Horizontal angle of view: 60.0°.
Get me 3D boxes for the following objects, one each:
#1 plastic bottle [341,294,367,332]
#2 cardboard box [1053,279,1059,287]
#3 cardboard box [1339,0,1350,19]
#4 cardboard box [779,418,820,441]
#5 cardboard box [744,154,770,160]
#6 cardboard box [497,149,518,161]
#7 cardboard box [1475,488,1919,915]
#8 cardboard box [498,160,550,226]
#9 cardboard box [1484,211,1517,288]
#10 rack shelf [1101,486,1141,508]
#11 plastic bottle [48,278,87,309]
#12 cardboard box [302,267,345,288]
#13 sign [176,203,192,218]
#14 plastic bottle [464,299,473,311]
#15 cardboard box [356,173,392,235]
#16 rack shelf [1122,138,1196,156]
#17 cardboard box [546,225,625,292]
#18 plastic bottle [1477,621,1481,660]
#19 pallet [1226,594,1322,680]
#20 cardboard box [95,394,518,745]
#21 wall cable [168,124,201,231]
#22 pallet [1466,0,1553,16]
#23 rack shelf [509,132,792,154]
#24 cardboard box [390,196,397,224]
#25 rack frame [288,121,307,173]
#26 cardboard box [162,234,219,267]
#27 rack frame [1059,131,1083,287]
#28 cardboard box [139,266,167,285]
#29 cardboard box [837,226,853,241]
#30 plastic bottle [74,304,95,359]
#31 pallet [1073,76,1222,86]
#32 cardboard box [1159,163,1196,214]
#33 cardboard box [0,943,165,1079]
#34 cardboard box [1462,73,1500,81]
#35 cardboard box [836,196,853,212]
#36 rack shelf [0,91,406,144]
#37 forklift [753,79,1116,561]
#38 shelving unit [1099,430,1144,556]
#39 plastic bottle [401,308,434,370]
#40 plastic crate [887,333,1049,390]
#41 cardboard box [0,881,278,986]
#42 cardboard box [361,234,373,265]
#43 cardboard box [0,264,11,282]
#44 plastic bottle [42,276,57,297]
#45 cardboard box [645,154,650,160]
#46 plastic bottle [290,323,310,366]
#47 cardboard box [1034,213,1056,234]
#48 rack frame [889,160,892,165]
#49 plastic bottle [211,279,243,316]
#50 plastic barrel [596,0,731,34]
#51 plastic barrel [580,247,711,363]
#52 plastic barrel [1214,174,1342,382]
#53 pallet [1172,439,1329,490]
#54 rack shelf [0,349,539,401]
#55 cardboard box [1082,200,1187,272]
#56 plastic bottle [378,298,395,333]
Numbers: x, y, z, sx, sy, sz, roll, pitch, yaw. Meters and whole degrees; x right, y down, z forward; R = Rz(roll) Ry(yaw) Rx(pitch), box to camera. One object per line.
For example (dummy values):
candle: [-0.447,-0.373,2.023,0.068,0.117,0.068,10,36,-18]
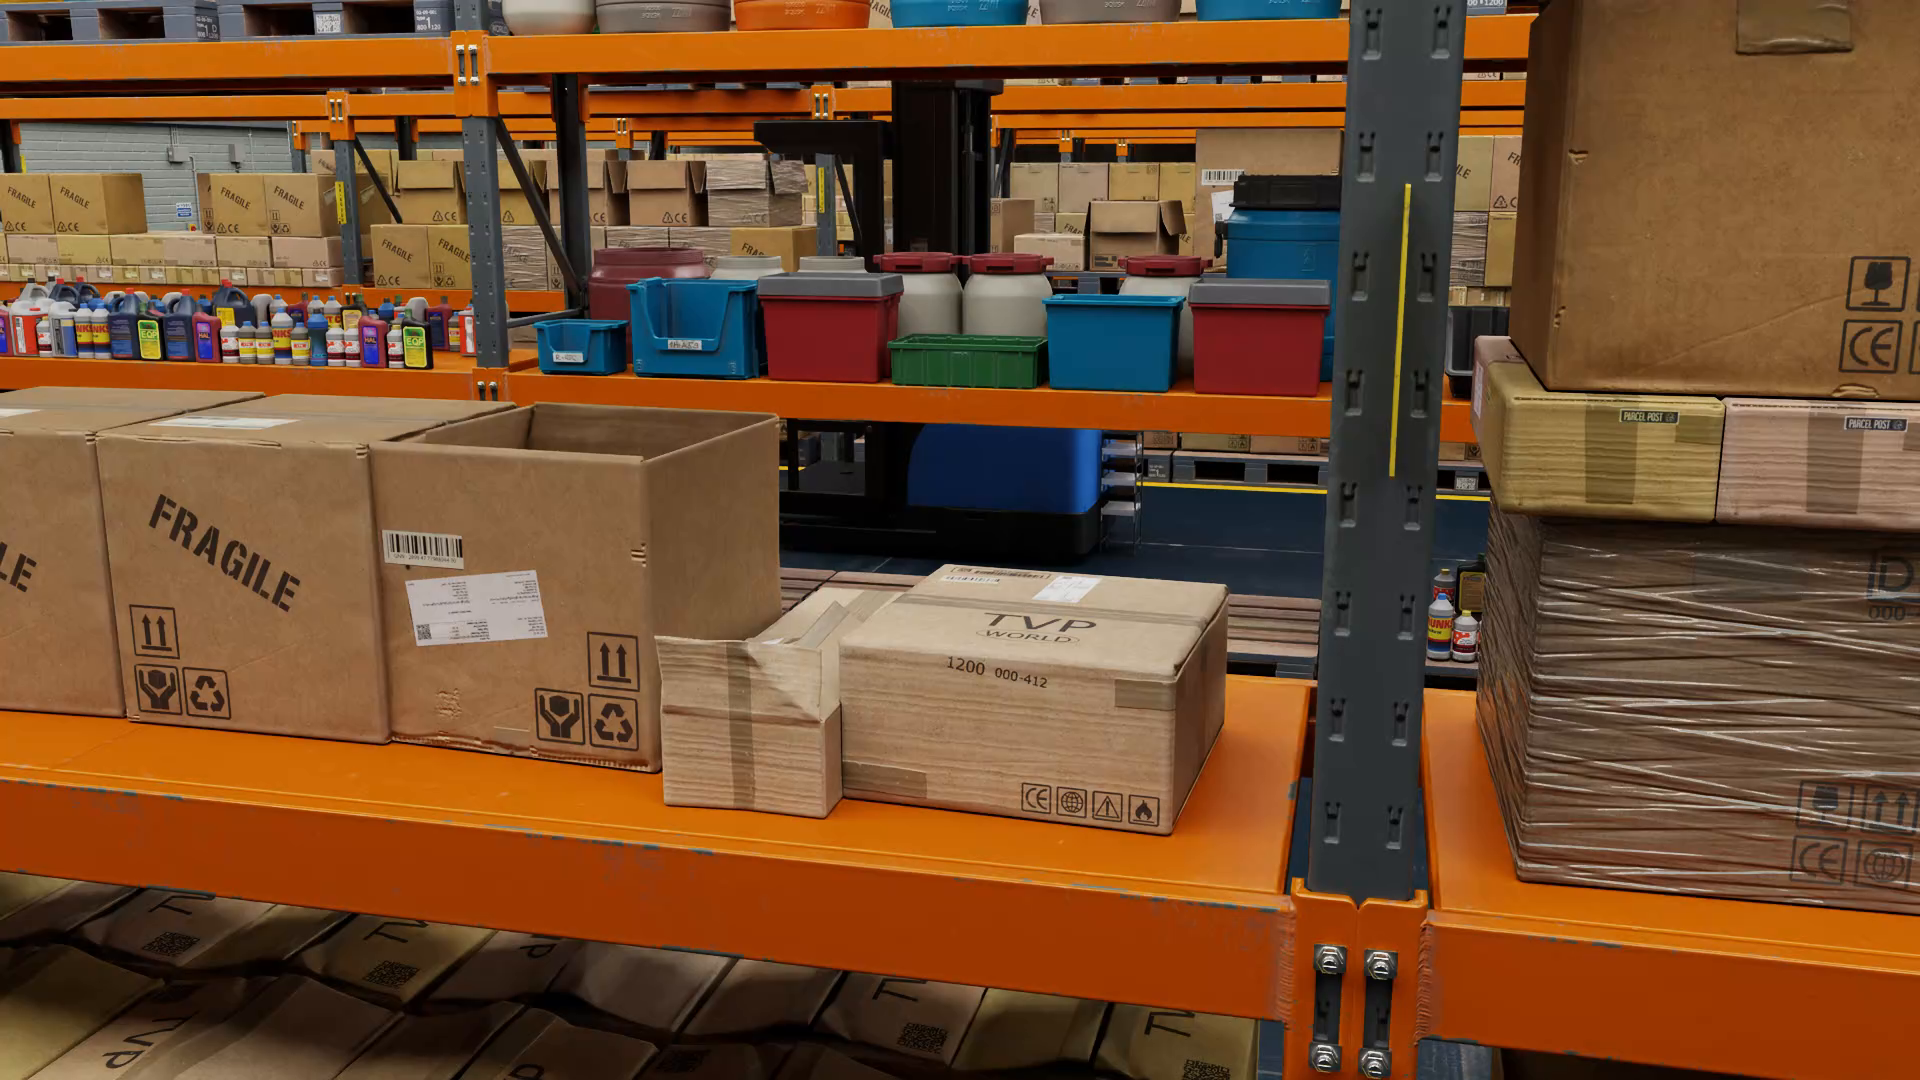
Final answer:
plastic bottle: [-3.207,-1.162,8.815,0.133,0.283,0.061,3,13,14]
cardboard box: [0.839,-3.422,22.670,0.875,0.875,0.875,3,13,13]
cardboard box: [2.566,-3.675,11.739,0.637,0.503,0.797,2,13,11]
cardboard box: [-1.550,-1.325,13.218,0.875,0.875,1.225,2,13,11]
cardboard box: [-2.769,-5.212,22.762,0.250,0.149,0.380,3,13,12]
cardboard box: [-5.000,-4.068,18.417,0.500,0.500,0.500,3,13,15]
cardboard box: [1.054,0.146,2.419,0.500,0.500,0.700,3,13,12]
cardboard box: [-3.483,-2.794,13.355,0.637,0.503,0.797,3,13,14]
cardboard box: [3.898,-2.034,11.559,0.500,0.500,0.875,3,13,14]
rack shelf: [0.962,-0.258,9.889,0.200,0.077,0.258,4,13,16]
plastic bottle: [-4.839,-1.241,9.014,0.185,0.351,0.144,3,13,14]
cardboard box: [-5.143,-2.149,13.576,0.250,0.149,0.380,3,13,14]
sign: [-11.829,-5.029,25.353,0.001,0.218,0.327,3,13,14]
plastic bottle: [-2.520,-1.115,8.632,0.097,0.271,0.097,0,13,0]
cardboard box: [-5.172,-2.842,14.045,0.500,0.500,0.500,3,13,14]
rack shelf: [4.617,-6.255,26.236,4.000,0.370,1.077,3,13,14]
cardboard box: [-2.905,-2.220,13.082,0.500,0.500,0.500,3,13,15]
plastic bottle: [2.214,0.402,6.940,0.097,0.201,0.097,0,13,0]
pallet: [1.040,0.460,7.671,1.213,0.211,1.003,3,13,14]
cardboard box: [-1.118,0.028,2.953,0.500,0.500,0.500,3,13,14]
wall cable: [-11.758,-5.416,25.300,0.123,1.953,0.585,3,13,14]
pallet: [2.536,-2.224,6.841,1.003,0.211,1.213,3,13,14]
rack shelf: [-4.336,-5.626,23.402,4.000,0.370,1.077,3,13,14]
cardboard box: [-6.470,-3.661,18.890,0.500,0.500,0.500,3,13,14]
rack frame: [-7.365,-3.570,19.401,0.127,3.000,1.000,3,13,14]
cardboard box: [-6.259,-2.418,13.864,0.500,0.250,0.500,3,13,15]
rack frame: [1.489,-4.201,22.245,0.127,3.000,1.000,3,13,14]
cardboard box: [-6.638,-2.229,13.937,0.250,0.149,0.380,3,13,14]
cardboard box: [-1.181,-3.220,17.434,0.250,0.149,0.380,2,13,11]
plastic bottle: [-4.367,-1.045,8.314,0.097,0.271,0.097,0,13,0]
pallet: [1.417,-3.390,12.097,1.003,0.211,1.213,3,13,14]
cardboard box: [2.321,-3.588,16.942,0.500,0.500,0.700,3,13,13]
cardboard box: [-1.817,0.971,3.018,0.500,0.311,0.500,3,13,12]
cardboard box: [3.374,-3.224,11.260,0.500,0.250,0.500,3,13,11]
cardboard box: [-1.175,-3.511,17.370,0.250,0.149,0.380,3,13,14]
rack shelf: [-6.710,-3.542,14.009,4.000,0.370,1.077,3,13,14]
forklift: [-0.603,-1.468,10.084,3.031,2.935,1.130,4,13,16]
shelving unit: [0.962,-0.379,9.863,0.210,0.900,0.258,4,13,16]
plastic bottle: [-2.567,-0.950,7.861,0.133,0.283,0.061,3,13,14]
plastic crate: [0.053,-0.796,7.385,0.662,0.188,0.450,3,13,14]
cardboard box: [-1.699,0.857,3.530,0.500,0.311,0.500,3,13,13]
cardboard box: [-5.162,-2.476,14.130,0.500,0.250,0.500,3,13,13]
cardboard box: [-8.137,-2.309,14.296,0.250,0.149,0.380,3,13,13]
plastic bottle: [-4.984,-1.280,9.194,0.185,0.351,0.144,3,13,14]
cardboard box: [-4.238,-5.301,23.164,0.250,0.149,0.380,3,13,14]
plastic bottle: [-3.182,-0.947,8.036,0.097,0.201,0.097,0,13,0]
cardboard box: [0.773,-3.124,17.158,0.500,0.500,0.500,3,13,14]
rack frame: [-1.208,-5.453,27.886,0.127,3.000,1.000,3,13,14]
plastic bottle: [-3.915,-1.223,8.936,0.185,0.351,0.144,3,13,14]
plastic barrel: [-1.326,-2.697,7.381,0.600,0.901,0.600,0,13,0]
plastic barrel: [-1.549,-1.182,8.322,0.708,0.536,0.600,3,13,14]
plastic barrel: [1.509,-1.197,7.545,0.708,0.901,0.600,3,13,14]
pallet: [2.242,-0.589,12.399,1.213,0.211,1.003,3,13,14]
rack shelf: [-4.013,-0.828,8.703,4.000,0.370,1.077,3,13,14]
cardboard box: [1.293,-2.236,12.178,0.637,0.503,0.797,4,13,19]
plastic bottle: [-2.984,-1.126,8.683,0.097,0.271,0.097,0,13,0]
